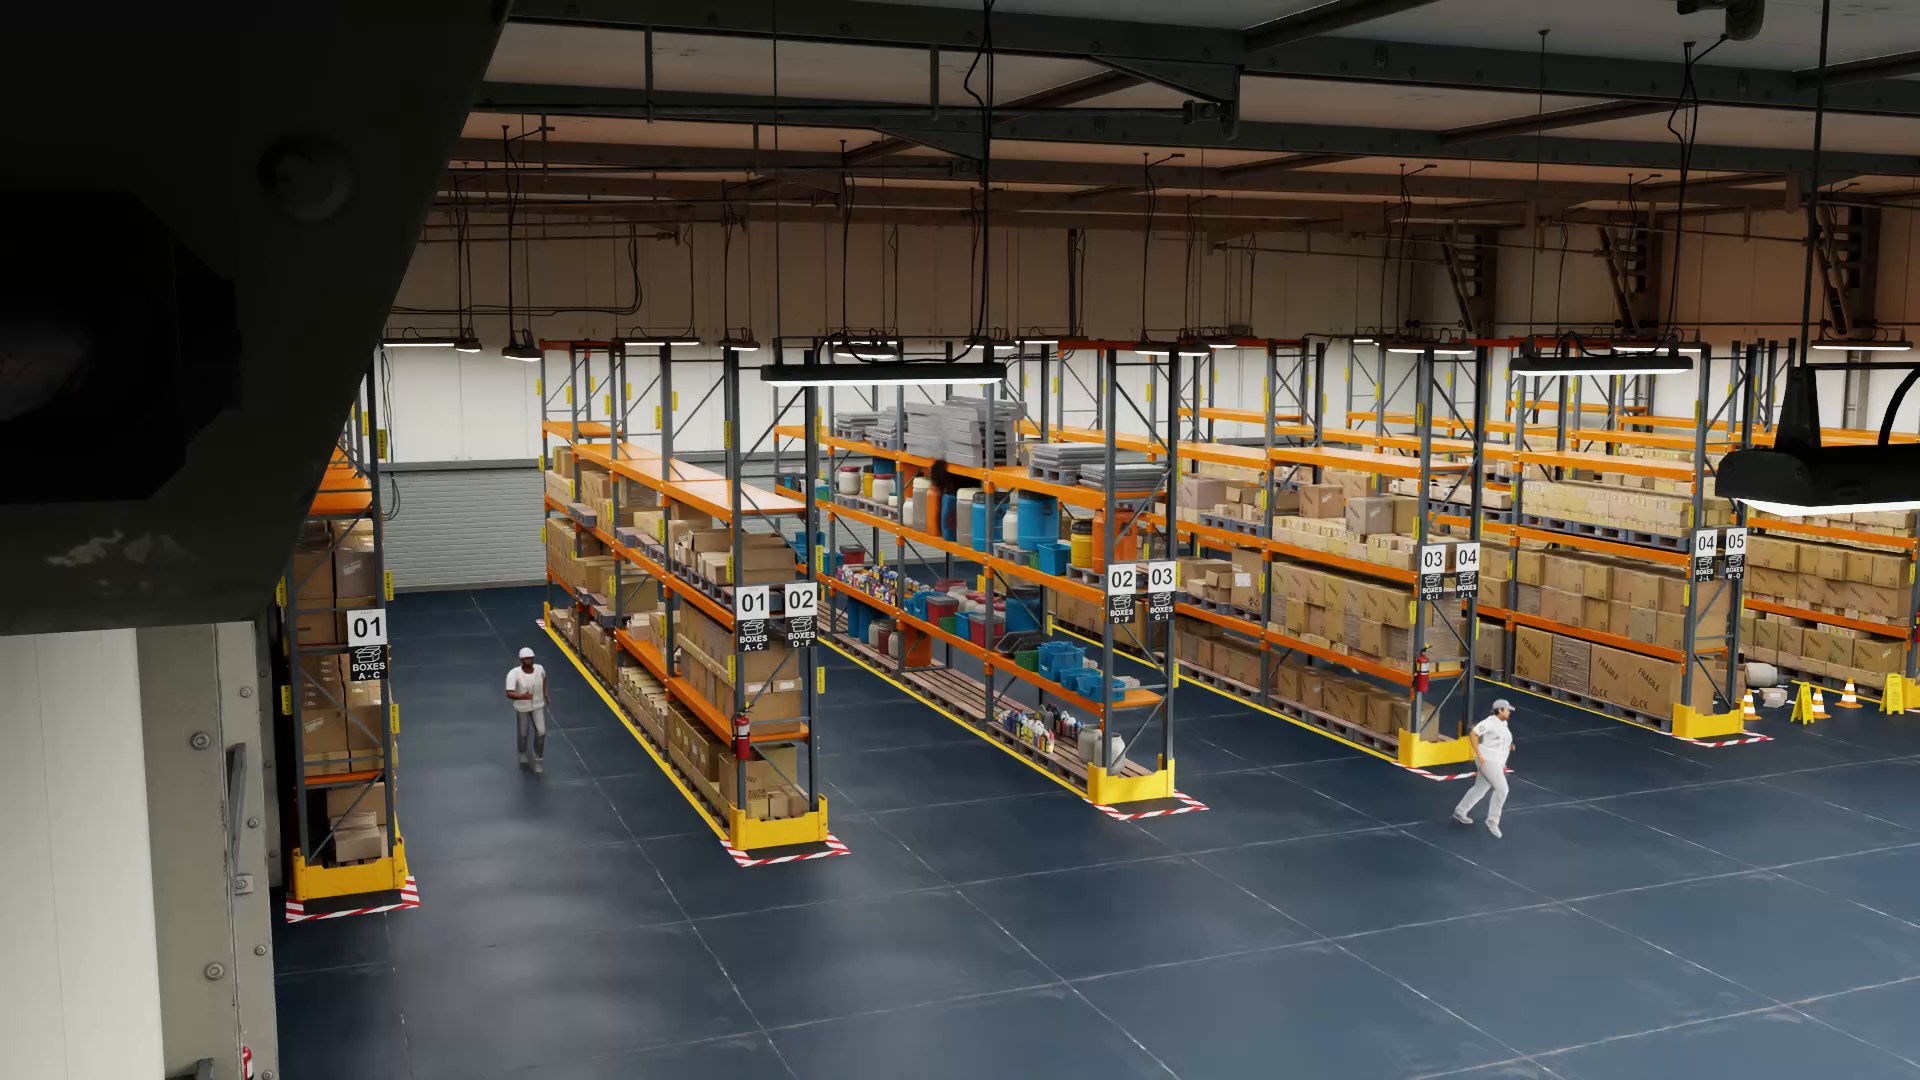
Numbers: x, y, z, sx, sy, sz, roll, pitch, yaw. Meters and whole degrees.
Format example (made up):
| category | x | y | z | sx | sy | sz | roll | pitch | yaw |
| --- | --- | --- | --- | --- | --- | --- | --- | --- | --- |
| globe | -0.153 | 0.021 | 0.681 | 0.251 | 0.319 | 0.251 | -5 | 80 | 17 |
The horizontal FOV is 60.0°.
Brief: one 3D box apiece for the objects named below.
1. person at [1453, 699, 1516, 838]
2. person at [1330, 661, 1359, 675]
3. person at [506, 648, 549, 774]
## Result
| category | x | y | z | sx | sy | sz | roll | pitch | yaw |
| --- | --- | --- | --- | --- | --- | --- | --- | --- | --- |
| person | 6.592 | 2.818 | 20.915 | 0.713 | 1.630 | 0.781 | 5 | 9 | 34 |
| person | 7.069 | 1.701 | 30.311 | 0.525 | 1.468 | 0.915 | -3 | 8 | -21 |
| person | -6.096 | 2.410 | 23.531 | 0.651 | 1.811 | 0.833 | -4 | 8 | -27 |
